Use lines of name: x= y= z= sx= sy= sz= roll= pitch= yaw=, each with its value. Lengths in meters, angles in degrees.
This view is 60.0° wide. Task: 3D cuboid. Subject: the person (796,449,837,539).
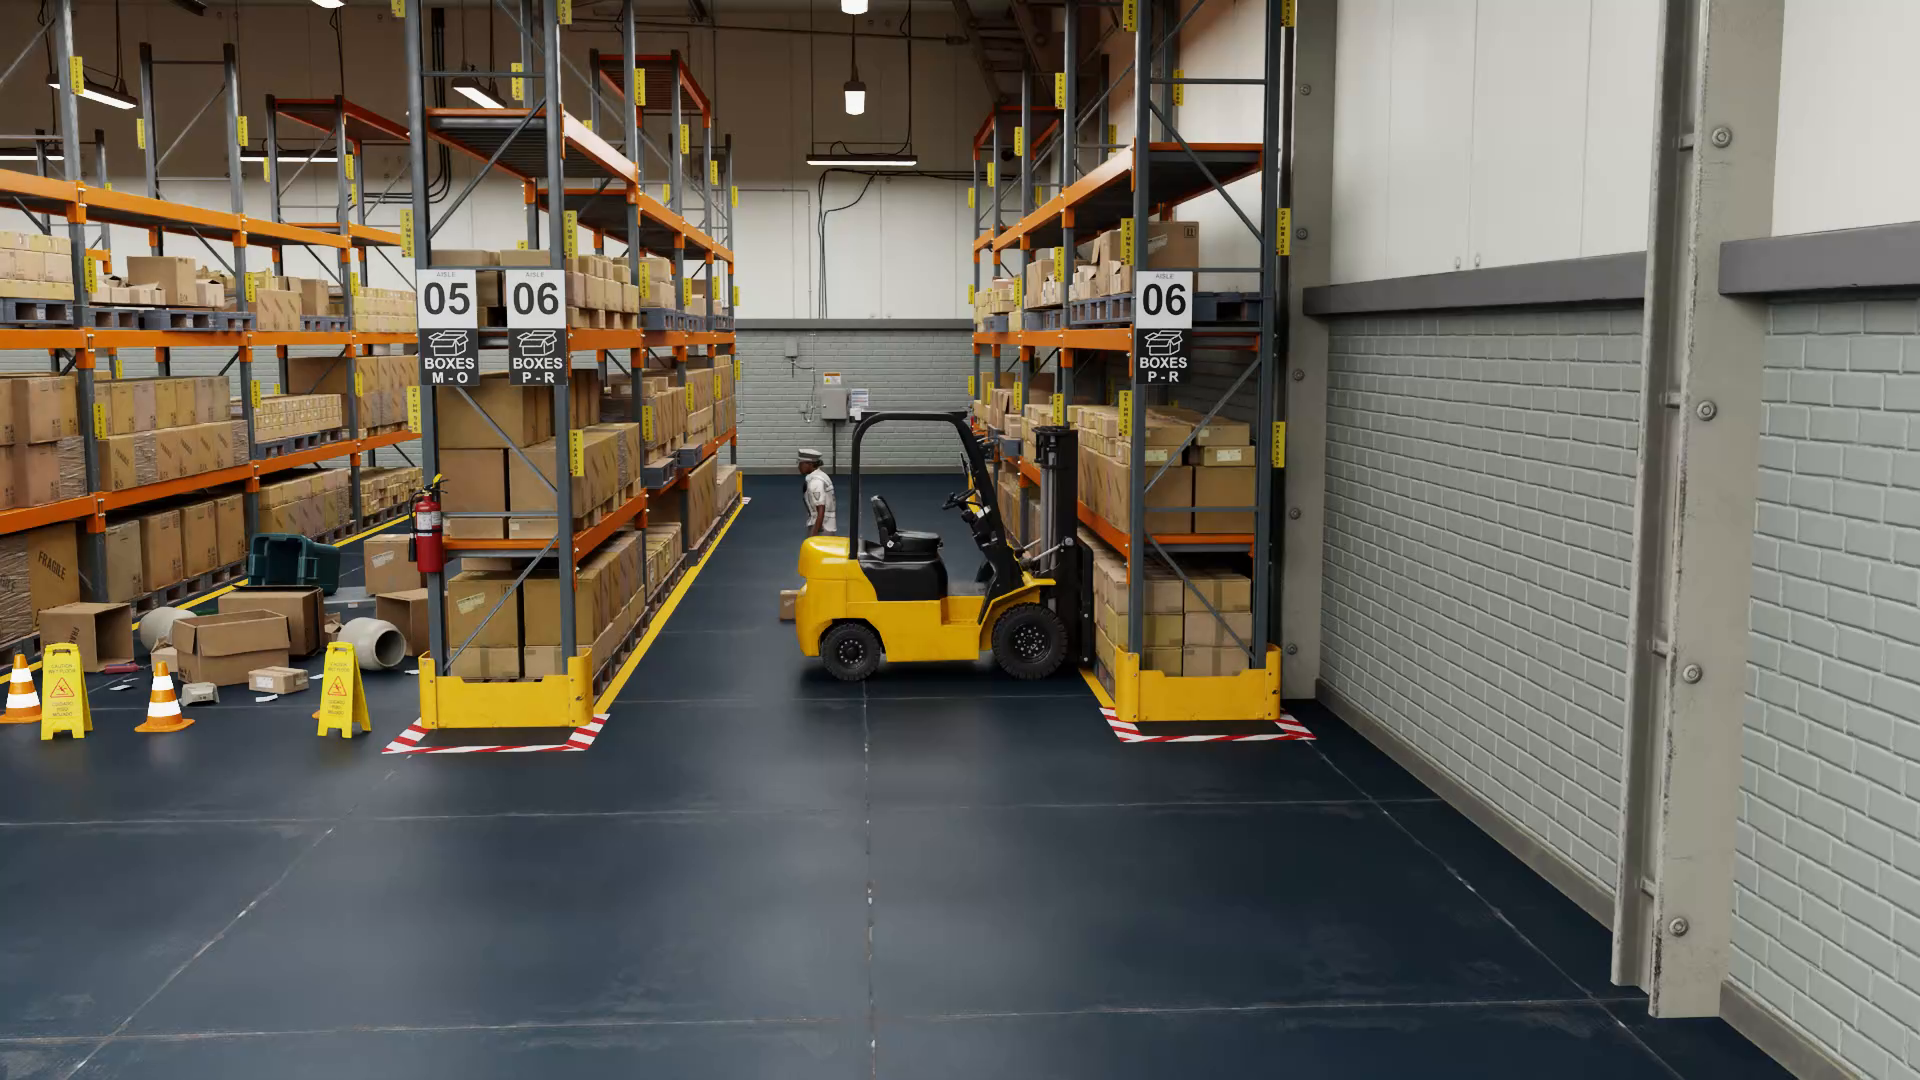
person: x=-1.407 y=-0.068 z=16.297 sx=0.393 sy=1.662 sz=0.527 roll=-1 pitch=7 yaw=-6
